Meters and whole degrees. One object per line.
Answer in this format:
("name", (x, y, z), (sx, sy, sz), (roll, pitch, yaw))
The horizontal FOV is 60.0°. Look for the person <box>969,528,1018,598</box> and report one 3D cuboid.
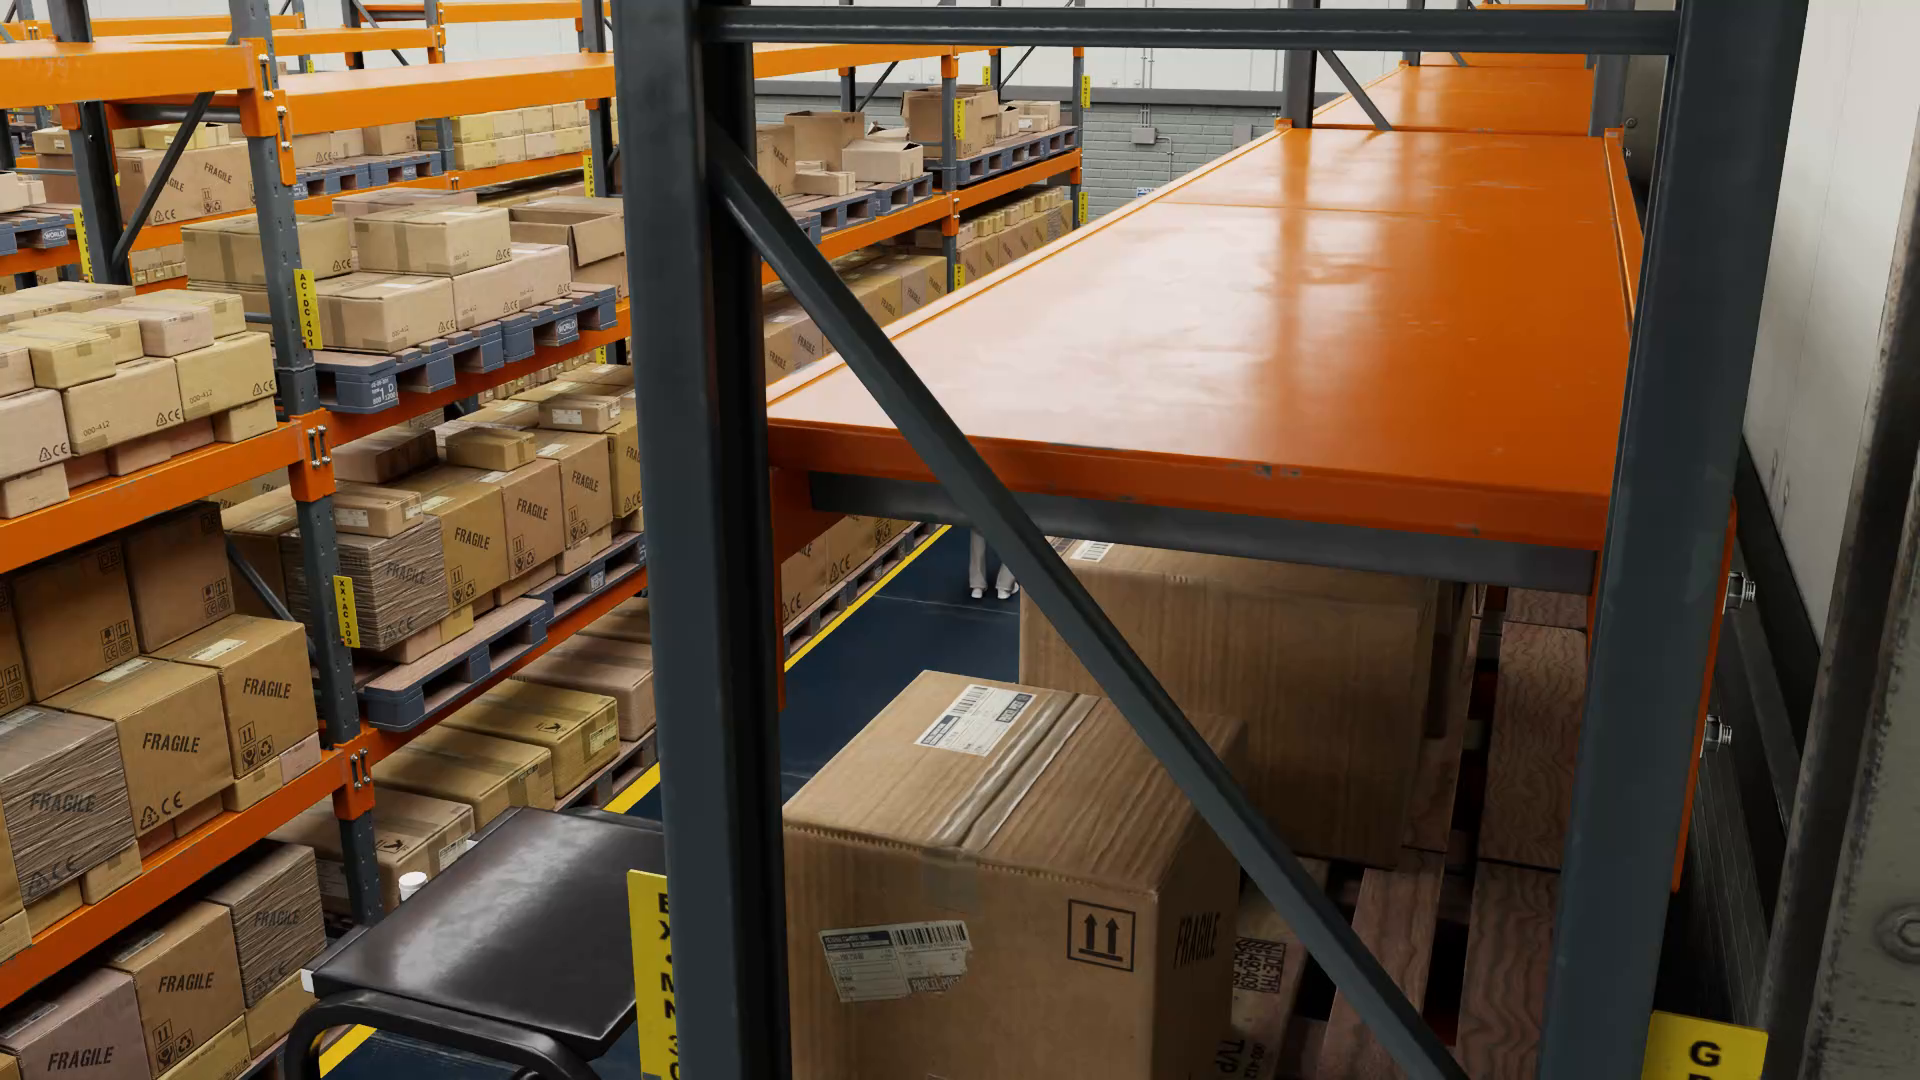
("person", (0.315, -0.208, 12.896), (0.428, 1.217, 0.836), (6, 20, 16))
